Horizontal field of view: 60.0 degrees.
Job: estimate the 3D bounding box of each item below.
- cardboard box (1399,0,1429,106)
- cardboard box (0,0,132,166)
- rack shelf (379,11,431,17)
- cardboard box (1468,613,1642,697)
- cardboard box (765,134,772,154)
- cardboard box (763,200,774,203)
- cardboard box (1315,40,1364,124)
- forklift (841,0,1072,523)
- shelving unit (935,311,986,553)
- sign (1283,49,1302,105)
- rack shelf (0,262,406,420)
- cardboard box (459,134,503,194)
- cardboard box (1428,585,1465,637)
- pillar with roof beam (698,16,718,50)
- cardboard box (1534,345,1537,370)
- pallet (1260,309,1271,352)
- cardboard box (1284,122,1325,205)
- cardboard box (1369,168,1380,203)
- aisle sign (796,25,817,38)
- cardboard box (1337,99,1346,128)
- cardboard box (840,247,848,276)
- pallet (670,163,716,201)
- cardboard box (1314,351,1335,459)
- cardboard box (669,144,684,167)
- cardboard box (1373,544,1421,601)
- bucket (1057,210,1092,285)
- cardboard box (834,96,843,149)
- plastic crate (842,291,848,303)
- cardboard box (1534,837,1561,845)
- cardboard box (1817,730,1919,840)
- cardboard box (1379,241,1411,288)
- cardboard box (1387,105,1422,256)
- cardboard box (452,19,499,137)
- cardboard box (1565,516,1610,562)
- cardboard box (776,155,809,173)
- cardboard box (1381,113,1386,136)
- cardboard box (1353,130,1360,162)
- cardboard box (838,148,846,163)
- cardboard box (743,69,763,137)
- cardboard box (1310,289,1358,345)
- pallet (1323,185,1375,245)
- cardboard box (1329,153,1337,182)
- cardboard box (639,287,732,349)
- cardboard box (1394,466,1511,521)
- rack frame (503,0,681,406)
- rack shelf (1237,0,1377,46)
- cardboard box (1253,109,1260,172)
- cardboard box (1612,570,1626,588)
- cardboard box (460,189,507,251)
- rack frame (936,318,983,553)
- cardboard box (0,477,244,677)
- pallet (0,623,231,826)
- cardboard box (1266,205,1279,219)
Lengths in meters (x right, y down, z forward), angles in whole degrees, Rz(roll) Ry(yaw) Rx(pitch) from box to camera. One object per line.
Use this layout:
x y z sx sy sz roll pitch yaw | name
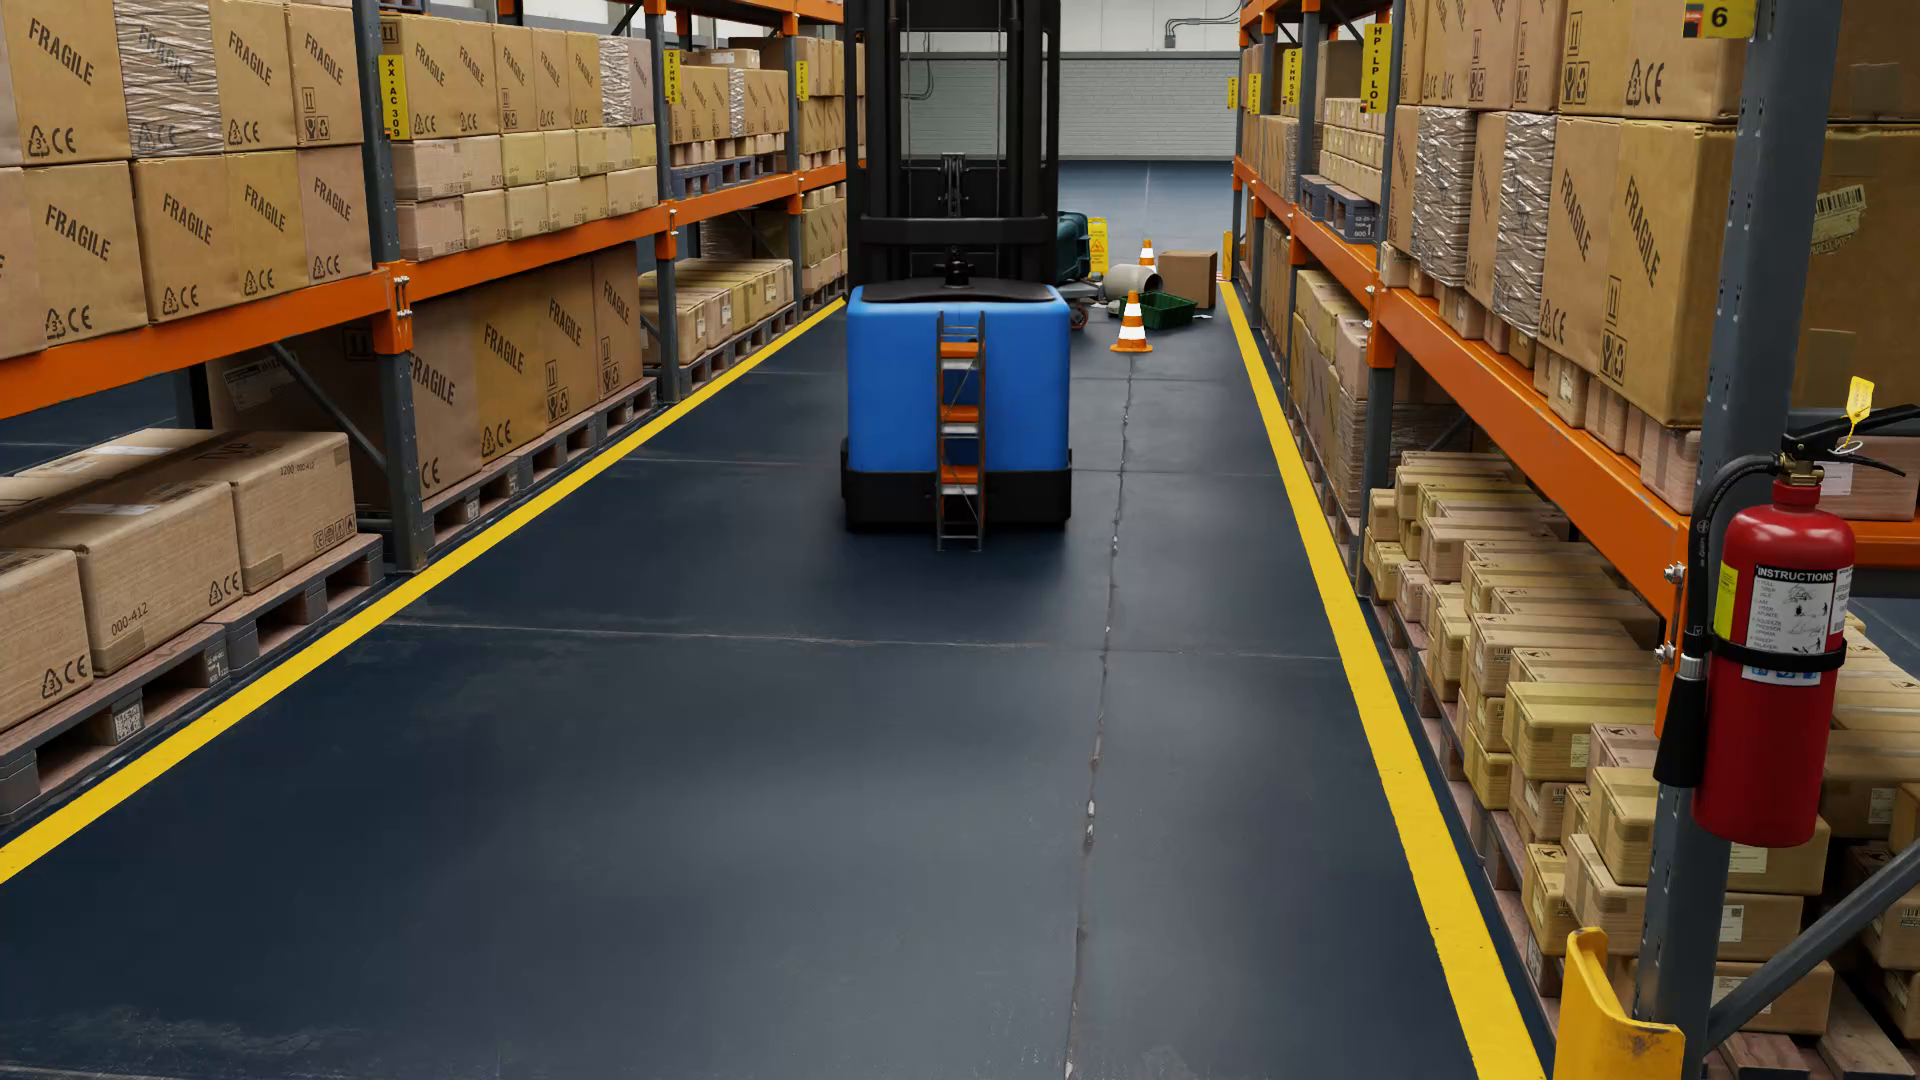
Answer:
1.828 -1.769 5.780 0.500 0.500 0.500 2 15 8 | cardboard box
-2.765 -1.331 4.730 0.500 0.500 0.500 2 15 6 | cardboard box
-6.612 -5.163 16.642 1.077 0.370 4.000 2 15 6 | rack shelf
1.534 0.304 4.310 0.380 0.149 0.250 2 15 8 | cardboard box
-1.730 -3.203 13.437 0.380 0.149 0.250 1 15 5 | cardboard box
-1.993 -3.062 16.265 0.500 0.500 0.500 3 15 9 | cardboard box
2.633 -2.889 10.492 0.700 0.500 0.500 2 15 6 | cardboard box
-0.049 -1.823 8.789 1.130 2.935 3.031 0 15 -2 | forklift
0.004 -0.484 7.440 0.215 1.050 0.252 1 15 3 | shelving unit
2.021 -2.816 10.112 0.100 0.325 0.005 2 15 6 | sign
-3.034 -0.458 4.987 1.077 0.370 4.000 2 15 6 | rack shelf
-2.448 -1.735 7.660 0.500 0.250 0.500 2 15 7 | cardboard box
1.652 0.247 5.090 0.380 0.149 0.250 2 15 6 | cardboard box
-1.052 -11.865 34.302 9.100 9.000 0.400 2 15 6 | pillar with roof beam
1.659 -0.470 4.135 0.380 0.149 0.250 1 15 4 | cardboard box
3.012 -1.731 13.658 1.003 0.211 1.213 2 15 6 | pallet
2.357 -2.415 10.654 0.500 0.500 0.500 2 15 6 | cardboard box
2.057 -1.591 7.478 0.380 0.149 0.250 1 15 3 | cardboard box
-1.755 -5.716 18.075 0.394 0.787 0.004 2 15 6 | aisle sign
2.238 -2.294 8.937 0.380 0.149 0.250 1 15 4 | cardboard box
-1.398 -2.824 16.822 0.500 0.250 0.500 1 15 4 | cardboard box
-2.382 -2.457 11.368 1.213 0.211 1.003 2 15 6 | pallet
2.075 -0.666 8.361 0.500 0.500 0.500 1 15 5 | cardboard box
-2.070 -2.594 11.185 0.380 0.149 0.250 1 15 3 | cardboard box
1.731 0.123 6.117 0.380 0.149 0.250 2 15 8 | cardboard box
0.749 -2.536 14.653 0.726 0.611 0.620 7 27 25 | bucket
-1.439 -4.089 16.275 0.500 0.500 0.500 2 15 7 | cardboard box
-0.914 -2.372 16.282 0.402 0.080 0.583 -4 16 -13 | plastic crate
1.566 0.728 3.879 0.380 0.149 0.250 2 15 6 | cardboard box
1.978 0.519 3.515 0.380 0.149 0.250 2 15 7 | cardboard box
1.764 -1.019 6.166 0.380 0.149 0.250 2 15 8 | cardboard box
1.815 -1.275 5.870 0.500 0.500 0.500 1 15 5 | cardboard box
-2.443 -2.093 7.549 0.500 0.500 0.500 2 15 6 | cardboard box
2.223 -0.021 5.510 0.380 0.149 0.250 2 15 8 | cardboard box
-1.551 -3.350 14.785 0.380 0.149 0.250 2 15 6 | cardboard box
2.033 -1.819 7.181 0.380 0.149 0.250 1 15 4 | cardboard box
2.148 -1.943 8.208 0.380 0.149 0.250 2 15 8 | cardboard box
-1.359 -3.878 16.738 0.380 0.149 0.250 2 15 6 | cardboard box
-1.849 -3.404 12.940 0.500 0.500 0.500 2 15 8 | cardboard box
2.129 -1.169 8.785 0.500 0.250 0.500 2 15 7 | cardboard box
2.390 -1.634 8.328 1.003 0.211 1.213 2 15 6 | pallet
2.261 -2.073 9.260 0.380 0.149 0.250 2 15 9 | cardboard box
-2.208 -1.633 12.186 0.950 0.372 0.625 1 15 5 | cardboard box
1.787 -0.165 6.043 0.380 0.149 0.250 2 15 9 | cardboard box
-2.357 -2.361 10.648 1.000 3.000 0.127 2 15 6 | rack frame
3.250 -4.899 15.663 1.077 0.370 4.000 2 15 6 | rack shelf
3.093 -3.591 14.908 0.875 0.550 0.550 2 15 6 | cardboard box
2.236 0.186 5.315 0.380 0.149 0.250 2 15 8 | cardboard box
-2.440 -1.492 7.721 0.500 0.250 0.500 1 15 5 | cardboard box
-0.002 -0.452 7.322 0.200 1.050 0.008 1 15 3 | rack frame
-3.086 0.102 5.642 0.875 0.438 0.875 1 15 5 | cardboard box
-3.107 0.535 5.281 1.003 0.211 1.213 2 15 6 | pallet
3.165 -2.617 14.861 0.875 0.875 0.875 2 15 7 | cardboard box
